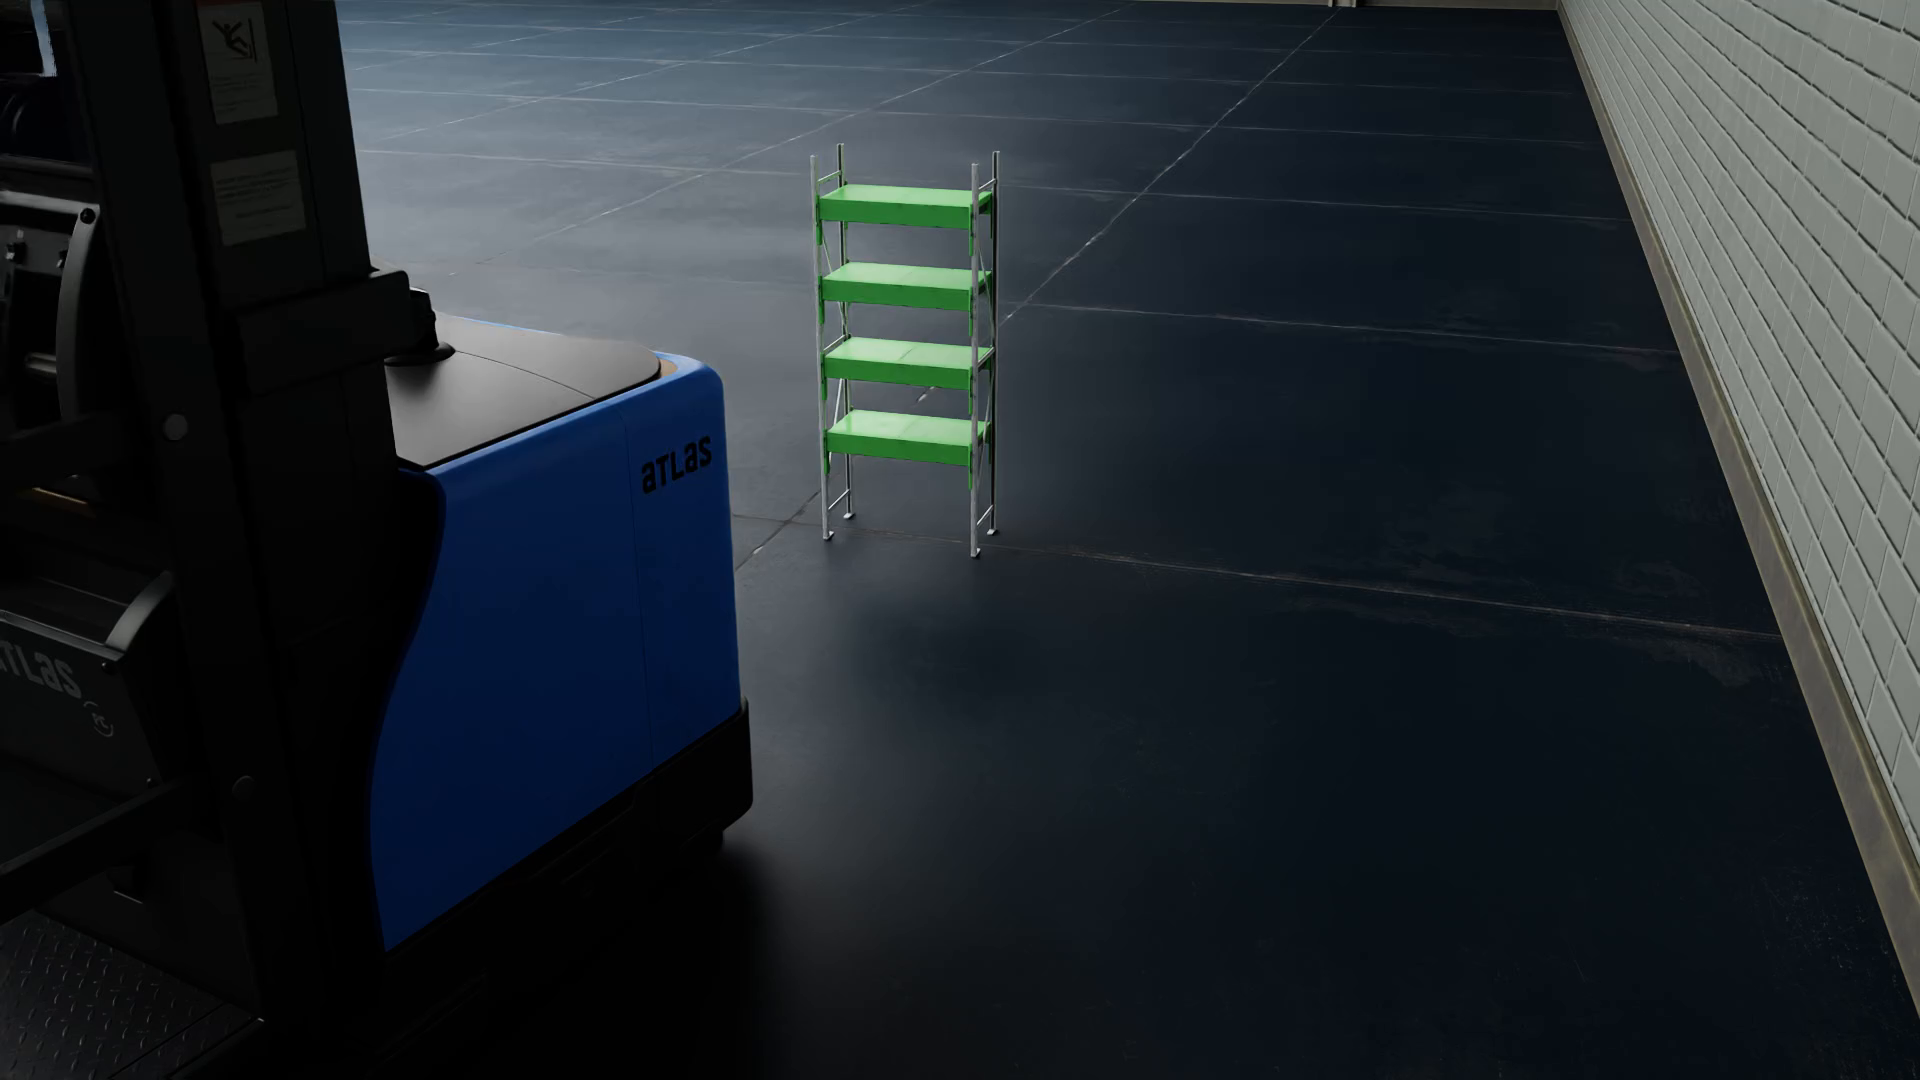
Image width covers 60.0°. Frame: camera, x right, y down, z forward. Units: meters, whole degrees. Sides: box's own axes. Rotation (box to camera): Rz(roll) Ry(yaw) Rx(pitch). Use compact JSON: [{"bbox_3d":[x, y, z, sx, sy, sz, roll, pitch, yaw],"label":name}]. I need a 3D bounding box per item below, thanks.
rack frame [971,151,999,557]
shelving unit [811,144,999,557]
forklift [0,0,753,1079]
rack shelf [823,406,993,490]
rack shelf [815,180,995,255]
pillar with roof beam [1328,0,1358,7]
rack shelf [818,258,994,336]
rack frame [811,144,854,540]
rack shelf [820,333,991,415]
[{"bbox_3d":[0.075,-0.547,5.021,0.015,1.200,0.240,7,23,16],"label":"rack frame"},{"bbox_3d":[-0.158,-0.573,5.087,0.503,1.200,0.258,7,23,16],"label":"shelving unit"},{"bbox_3d":[-1.626,-0.326,2.203,1.130,2.935,3.031,12,25,27],"label":"forklift"},{"bbox_3d":[-0.158,-0.292,5.202,0.480,0.148,0.258,7,23,16],"label":"rack shelf"},{"bbox_3d":[-0.158,-0.958,4.929,0.480,0.148,0.258,7,23,16],"label":"rack shelf"},{"bbox_3d":[4.353,-10.403,18.773,0.400,9.000,9.100,7,23,16],"label":"pillar with roof beam"},{"bbox_3d":[-0.158,-0.736,5.020,0.480,0.148,0.258,7,23,16],"label":"rack shelf"},{"bbox_3d":[-0.392,-0.600,5.152,0.015,1.200,0.240,7,23,16],"label":"rack frame"},{"bbox_3d":[-0.158,-0.514,5.111,0.480,0.148,0.258,7,23,16],"label":"rack shelf"}]
